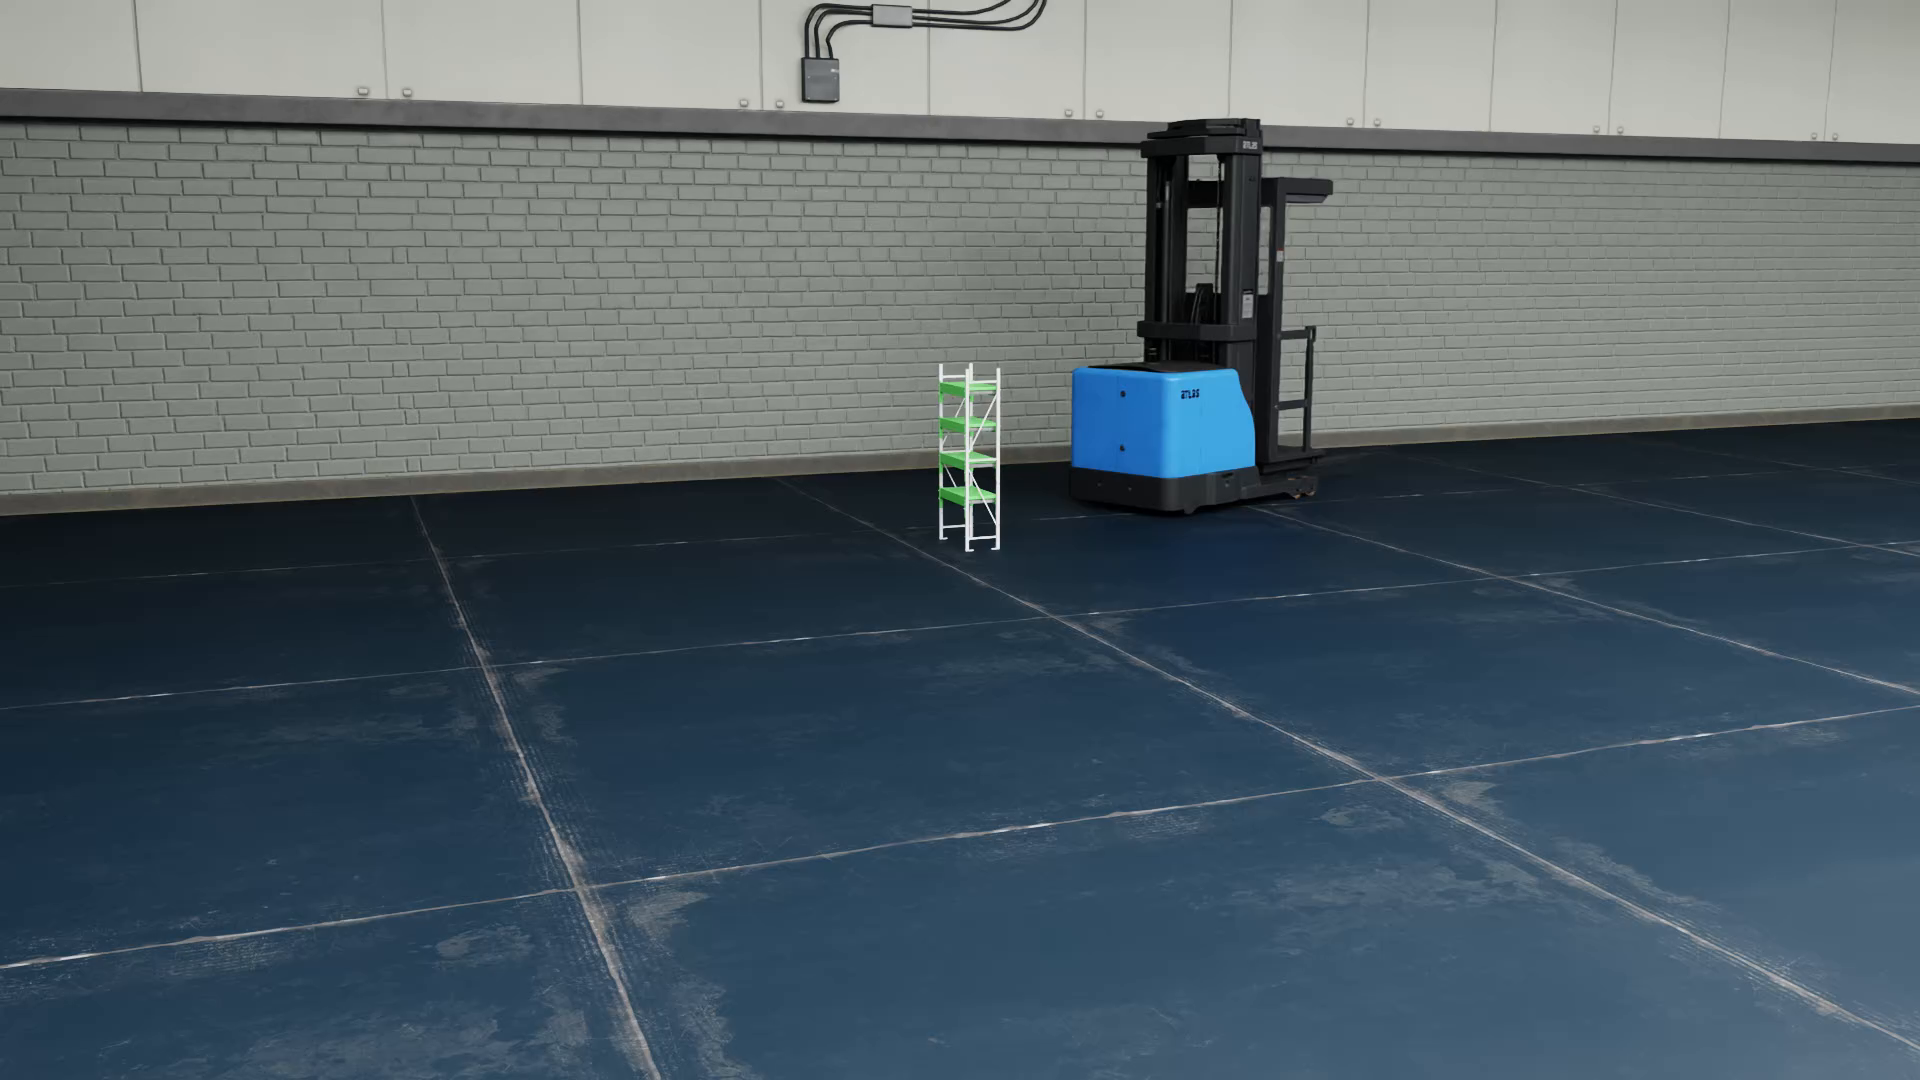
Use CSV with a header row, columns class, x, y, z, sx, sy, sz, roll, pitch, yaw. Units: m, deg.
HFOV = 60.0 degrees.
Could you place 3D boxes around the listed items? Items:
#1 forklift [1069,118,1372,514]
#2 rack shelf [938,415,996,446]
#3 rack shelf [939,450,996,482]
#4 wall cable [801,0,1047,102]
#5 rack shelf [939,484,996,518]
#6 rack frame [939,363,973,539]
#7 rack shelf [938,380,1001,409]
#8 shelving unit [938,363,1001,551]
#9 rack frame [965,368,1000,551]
class,x,y,z,sx,sy,sz,roll,pitch,yaw
forklift,2.248,-1.829,13.332,3.031,2.935,1.130,-10,14,-44
rack shelf,0.060,-0.737,11.132,0.258,0.148,0.480,-4,11,-21
rack shelf,0.060,-0.501,11.174,0.258,0.148,0.480,-4,11,-21
wall cable,-0.245,-6.749,13.955,2.305,6.003,0.169,-4,11,-21
rack shelf,0.060,-0.265,11.216,0.258,0.148,0.480,-4,11,-21
rack frame,-0.028,-0.604,11.387,0.240,1.200,0.015,-4,11,-21
rack shelf,0.060,-0.973,11.090,0.258,0.148,0.480,-4,11,-21
shelving unit,0.060,-0.564,11.163,0.258,1.200,0.503,-4,11,-21
rack frame,0.148,-0.524,10.939,0.240,1.200,0.015,-4,11,-21
